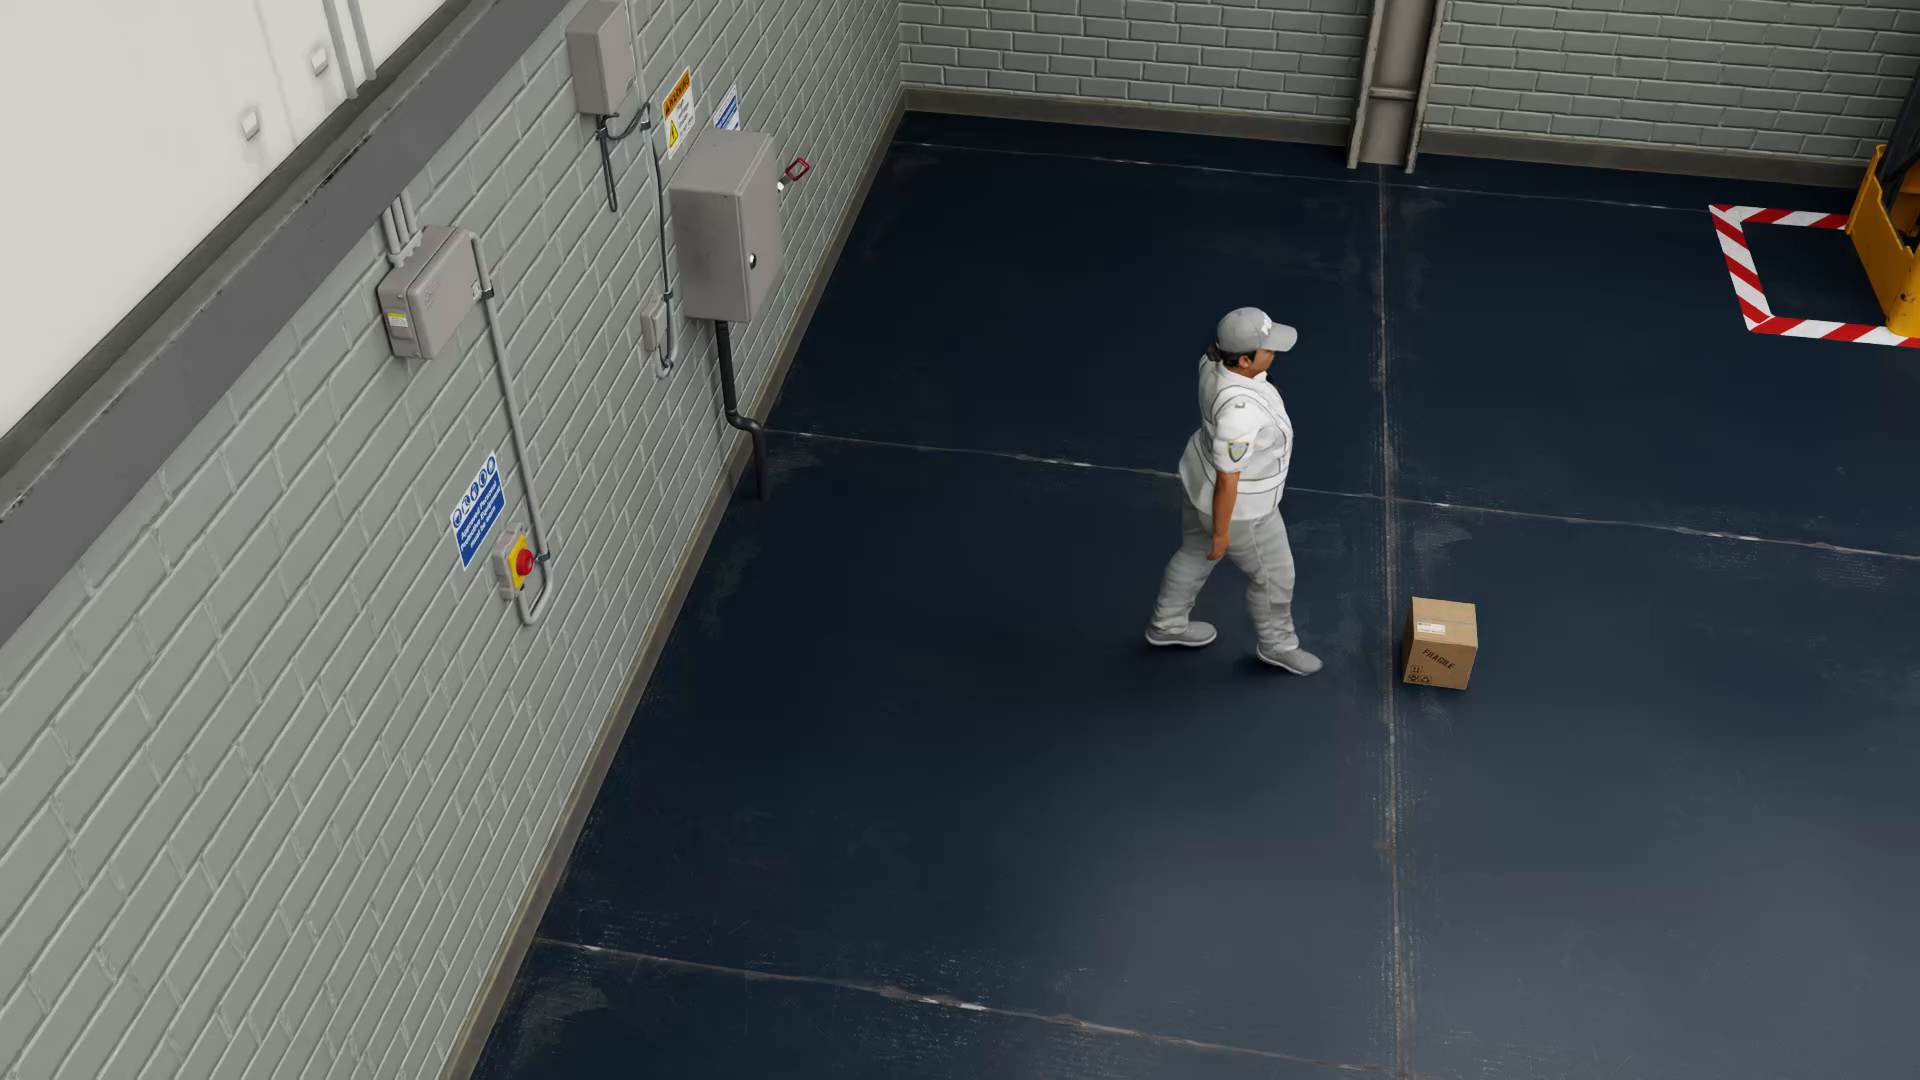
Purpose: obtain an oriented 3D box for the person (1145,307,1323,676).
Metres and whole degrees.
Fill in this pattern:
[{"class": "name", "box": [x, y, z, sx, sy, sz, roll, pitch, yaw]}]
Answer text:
[{"class": "person", "box": [1.128, -0.172, 6.369, 0.691, 1.700, 0.498, -6, 41, -7]}]
